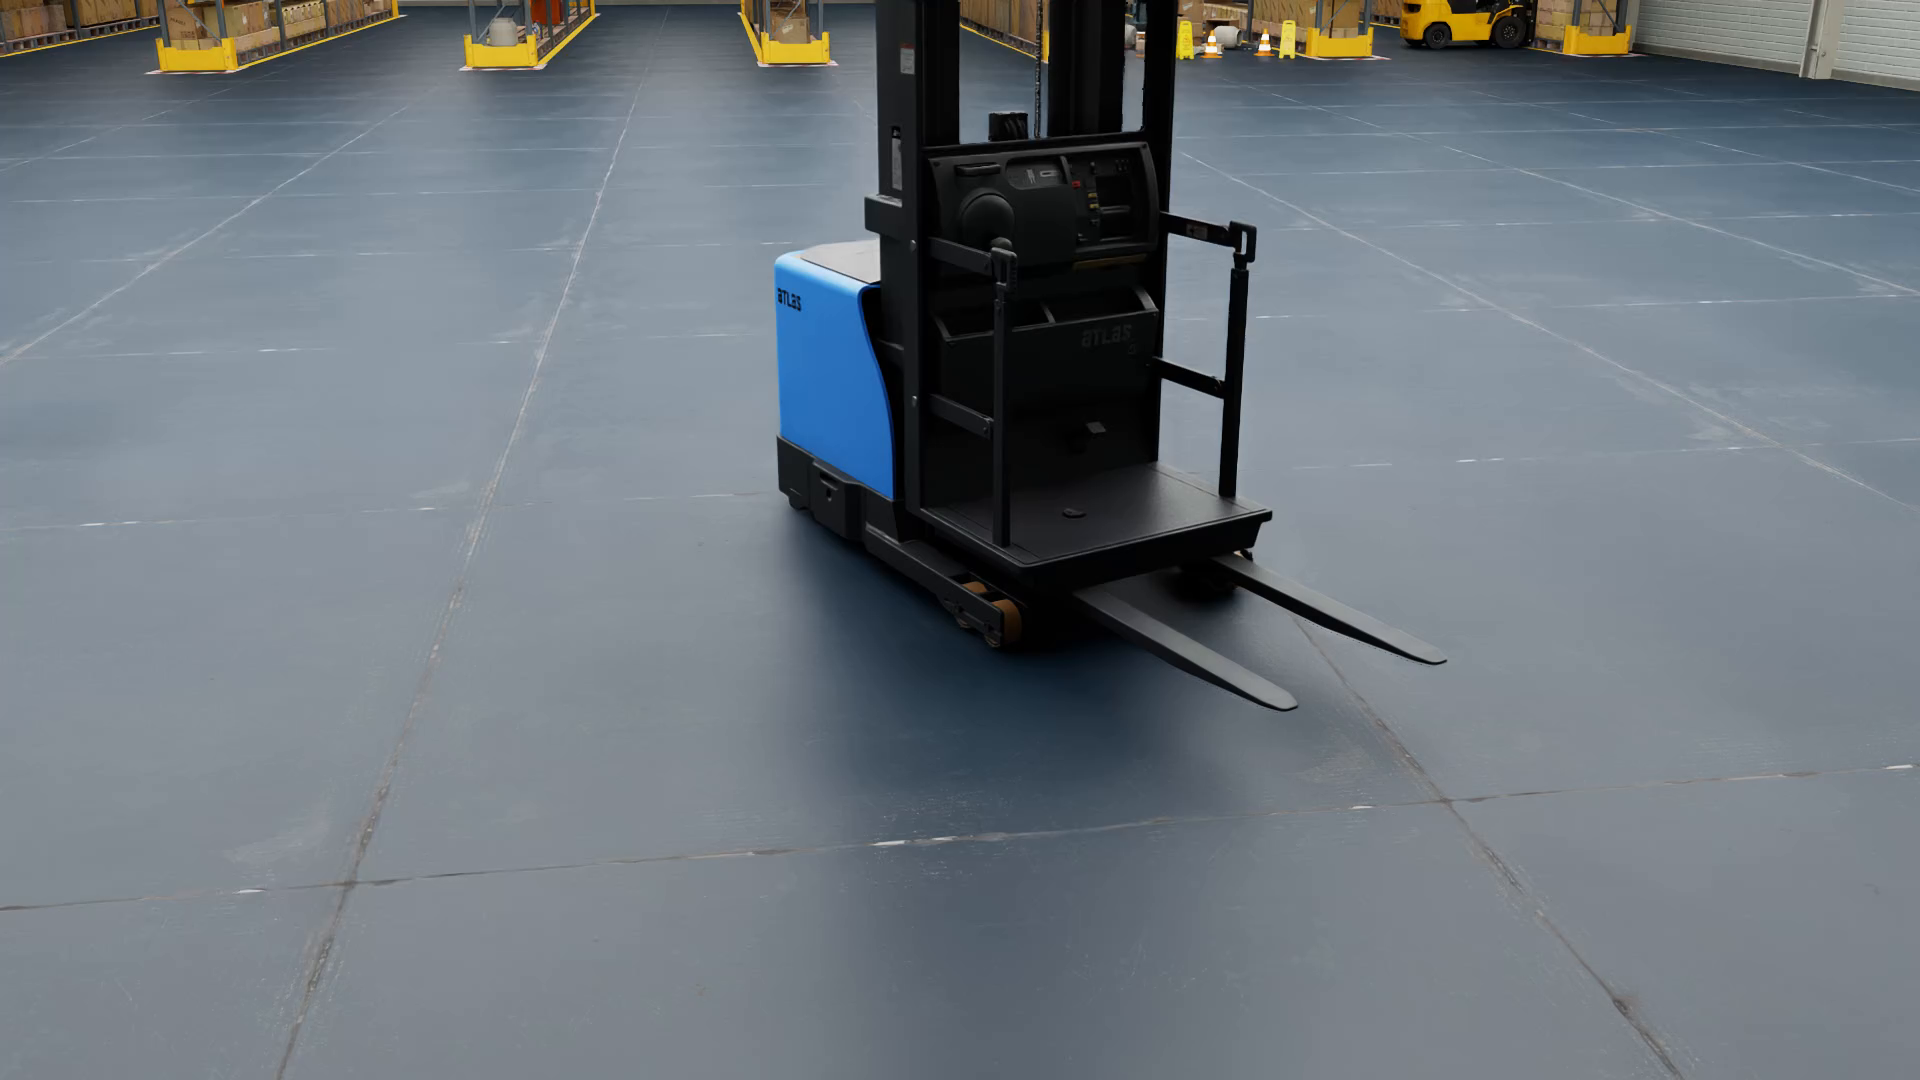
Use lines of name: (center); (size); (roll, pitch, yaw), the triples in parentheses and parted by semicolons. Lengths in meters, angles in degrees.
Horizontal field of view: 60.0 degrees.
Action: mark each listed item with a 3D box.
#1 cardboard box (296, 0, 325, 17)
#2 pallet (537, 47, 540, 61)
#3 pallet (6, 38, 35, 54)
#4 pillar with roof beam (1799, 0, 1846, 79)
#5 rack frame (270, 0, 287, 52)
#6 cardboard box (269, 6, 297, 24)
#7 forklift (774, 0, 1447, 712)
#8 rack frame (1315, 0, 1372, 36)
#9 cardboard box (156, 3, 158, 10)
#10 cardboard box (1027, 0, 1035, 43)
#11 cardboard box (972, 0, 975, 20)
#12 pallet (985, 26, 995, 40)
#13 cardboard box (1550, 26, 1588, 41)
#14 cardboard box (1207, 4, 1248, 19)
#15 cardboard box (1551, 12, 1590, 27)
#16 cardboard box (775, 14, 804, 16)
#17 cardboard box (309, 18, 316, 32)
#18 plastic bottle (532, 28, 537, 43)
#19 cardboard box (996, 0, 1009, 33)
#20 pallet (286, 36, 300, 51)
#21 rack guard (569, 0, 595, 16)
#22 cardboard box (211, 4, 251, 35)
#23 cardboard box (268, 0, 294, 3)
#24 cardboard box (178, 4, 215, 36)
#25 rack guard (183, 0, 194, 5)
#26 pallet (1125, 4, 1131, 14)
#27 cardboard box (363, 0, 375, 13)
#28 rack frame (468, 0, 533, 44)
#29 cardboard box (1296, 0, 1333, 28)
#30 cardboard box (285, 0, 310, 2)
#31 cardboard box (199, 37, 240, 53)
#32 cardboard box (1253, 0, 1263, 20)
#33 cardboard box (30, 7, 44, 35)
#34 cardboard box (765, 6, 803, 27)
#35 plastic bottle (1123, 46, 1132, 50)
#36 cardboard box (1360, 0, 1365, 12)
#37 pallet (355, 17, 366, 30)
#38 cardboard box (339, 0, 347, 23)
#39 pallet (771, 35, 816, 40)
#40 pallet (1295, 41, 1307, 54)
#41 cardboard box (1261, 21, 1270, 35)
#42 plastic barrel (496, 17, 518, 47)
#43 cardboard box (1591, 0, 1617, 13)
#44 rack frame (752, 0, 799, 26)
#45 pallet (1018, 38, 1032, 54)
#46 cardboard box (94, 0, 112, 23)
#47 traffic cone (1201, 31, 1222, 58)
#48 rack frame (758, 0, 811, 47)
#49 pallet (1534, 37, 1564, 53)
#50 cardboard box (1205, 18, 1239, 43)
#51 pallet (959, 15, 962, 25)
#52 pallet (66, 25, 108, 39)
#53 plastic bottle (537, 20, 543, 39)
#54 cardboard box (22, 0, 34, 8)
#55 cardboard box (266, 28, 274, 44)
cardboard box: (-13.501, -11.020, 34.463); (0.500, 0.311, 0.500); (-2, 21, -6)
pallet: (-7.934, -8.496, 29.161); (1.003, 0.211, 1.213); (-3, 21, -8)
pallet: (-18.259, -9.345, 31.434); (1.003, 0.211, 1.213); (-3, 21, -8)
pillar with roof beam: (9.250, -11.300, 24.110); (9.100, 9.000, 0.400); (-3, 21, -8)
rack frame: (-13.244, -10.633, 30.897); (1.000, 3.000, 0.127); (-3, 21, -8)
cardboard box: (-13.124, -10.133, 32.088); (0.500, 0.311, 0.500); (-3, 21, -8)
forklift: (0.422, -1.188, 5.708); (1.130, 2.935, 3.031); (-12, 24, -29)
rack frame: (6.943, -10.246, 29.862); (1.000, 3.000, 0.127); (-3, 21, -8)
cardboard box: (-19.446, -12.793, 39.654); (0.700, 0.500, 0.500); (-2, 21, -6)
cardboard box: (1.767, -9.699, 30.833); (0.875, 0.875, 0.875); (-3, 21, -9)
cardboard box: (0.552, -11.972, 37.454); (0.500, 0.500, 0.500); (-3, 21, -8)
pallet: (1.117, -10.727, 35.134); (1.003, 0.211, 1.213); (-3, 21, -8)
cardboard box: (11.474, -9.553, 31.336); (0.500, 0.250, 0.500); (-3, 21, -7)
cardboard box: (5.975, -11.530, 36.456); (0.950, 0.372, 0.625); (-3, 21, -9)
cardboard box: (11.474, -9.793, 31.265); (0.500, 0.250, 0.500); (-3, 21, -8)
cardboard box: (-3.129, -9.412, 30.601); (0.500, 0.500, 0.500); (-1, 21, -3)
cardboard box: (-13.356, -10.404, 33.614); (0.500, 0.250, 0.500); (-2, 21, -7)
plastic bottle: (-7.733, -9.153, 30.188); (0.061, 0.283, 0.133); (-3, 21, -7)
cardboard box: (1.304, -10.699, 33.691); (1.050, 0.750, 0.750); (-3, 21, -8)
pallet: (-13.389, -9.580, 32.063); (1.003, 0.211, 1.213); (-3, 21, -8)
rack guard: (-10.088, -13.873, 43.145); (1.175, 0.500, 0.348); (-3, 21, -8)
cardboard box: (-12.683, -9.050, 28.918); (0.500, 0.500, 0.500); (-3, 21, -8)
cardboard box: (-14.036, -10.993, 34.390); (0.500, 0.311, 0.500); (-2, 21, -6)
cardboard box: (-13.198, -9.024, 28.848); (0.500, 0.500, 0.500); (-3, 21, -8)
rack guard: (-19.879, -13.374, 41.809); (1.175, 0.500, 0.348); (-3, 21, -8)
pallet: (4.829, -14.206, 44.451); (1.003, 0.211, 1.213); (-3, 21, -8)
cardboard box: (-14.673, -13.089, 40.414); (0.797, 0.503, 0.637); (-3, 21, -8)
rack frame: (-7.765, -9.496, 27.855); (1.000, 3.000, 0.127); (-3, 21, -8)
cardboard box: (6.569, -9.770, 30.846); (0.500, 0.500, 0.500); (-3, 21, -7)
cardboard box: (-14.188, -11.365, 35.801); (0.500, 0.500, 0.500); (-2, 21, -6)
cardboard box: (-12.524, -8.353, 28.124); (0.500, 0.250, 0.500); (-3, 21, -8)
cardboard box: (6.184, -10.673, 33.263); (0.500, 0.500, 0.500); (-2, 21, -5)
cardboard box: (-18.508, -10.200, 32.683); (0.700, 0.500, 0.500); (-3, 21, -8)
cardboard box: (-3.508, -10.380, 33.164); (0.700, 0.500, 0.500); (-5, 21, -12)
plastic bottle: (3.150, -9.418, 31.845); (0.283, 0.061, 0.133); (-11, 23, -26)
cardboard box: (10.125, -13.142, 40.589); (0.500, 0.500, 0.500); (-4, 21, -9)
pallet: (-14.242, -11.817, 38.052); (1.003, 0.211, 1.213); (-3, 21, -8)
cardboard box: (-13.752, -11.580, 36.377); (0.500, 0.500, 0.500); (-3, 21, -8)
pallet: (-3.309, -9.594, 32.102); (1.003, 0.211, 1.213); (-3, 21, -8)
pallet: (6.850, -9.249, 31.178); (1.003, 0.211, 1.213); (-3, 21, -8)
cardboard box: (6.272, -10.137, 32.901); (0.500, 0.250, 0.500); (-2, 21, -5)
plastic barrel: (-8.008, -8.925, 29.281); (0.421, 0.512, 0.421); (0, 20, 0)
cardboard box: (11.972, -10.051, 31.239); (0.500, 0.250, 0.500); (-3, 21, -9)
rack frame: (-4.017, -12.516, 35.940); (1.000, 3.000, 0.127); (-3, 21, -8)
pallet: (1.694, -9.349, 31.447); (1.003, 0.211, 1.213); (-3, 21, -8)
cardboard box: (-18.818, -11.521, 35.748); (0.750, 0.750, 0.750); (-3, 21, -8)
traffic cone: (4.555, -8.968, 30.065); (0.336, 0.463, 0.334); (-3, 21, -8)
rack frame: (-3.441, -11.131, 32.232); (1.000, 3.000, 0.127); (-3, 21, -8)
pallet: (11.702, -9.454, 31.727); (1.003, 0.211, 1.213); (-3, 21, -8)
cardboard box: (5.174, -10.021, 32.830); (0.500, 0.500, 0.500); (12, 24, 29)
pallet: (0.443, -12.540, 39.990); (1.003, 0.211, 1.213); (-3, 21, -8)
pallet: (-18.761, -10.737, 35.162); (1.003, 0.211, 1.213); (-3, 21, -8)
plastic bottle: (-7.964, -9.638, 31.391); (0.144, 0.351, 0.185); (-3, 21, -9)
cardboard box: (-18.467, -10.528, 32.489); (0.500, 0.250, 0.500); (-3, 21, -8)
cardboard box: (-12.898, -9.218, 30.440); (0.500, 0.250, 0.500); (-3, 21, -8)
